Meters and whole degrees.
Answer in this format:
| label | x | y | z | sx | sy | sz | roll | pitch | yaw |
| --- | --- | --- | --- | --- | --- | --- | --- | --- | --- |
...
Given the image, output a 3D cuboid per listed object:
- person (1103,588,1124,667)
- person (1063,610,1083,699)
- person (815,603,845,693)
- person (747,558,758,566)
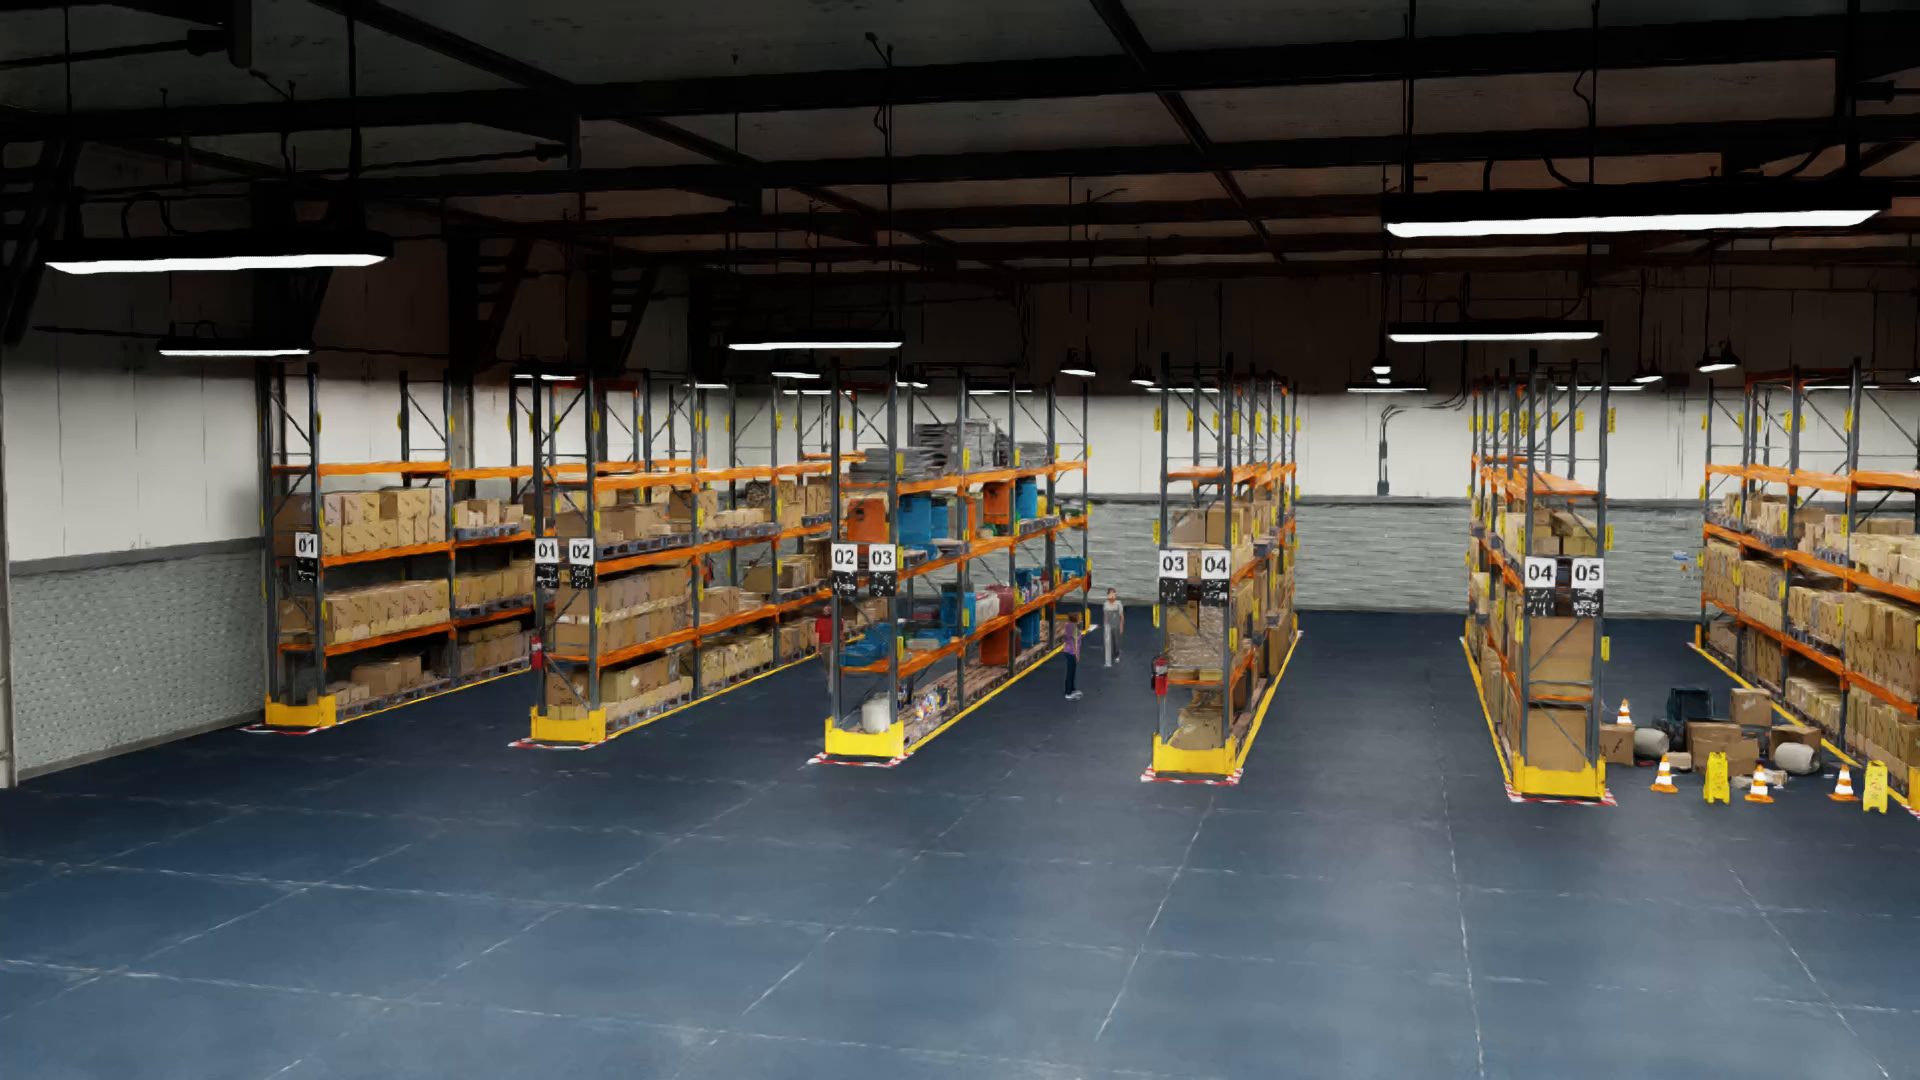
| label | x | y | z | sx | sy | sz | roll | pitch | yaw |
| --- | --- | --- | --- | --- | --- | --- | --- | --- | --- |
| person | 3.162 | 1.783 | 34.243 | 0.455 | 1.612 | 1.019 | 1 | 4 | 13 |
| person | 2.076 | 2.064 | 30.206 | 0.419 | 1.603 | 0.504 | -1 | 4 | -13 |
| person | -2.442 | 1.984 | 30.887 | 0.547 | 1.639 | 1.116 | 1 | 4 | 12 |
| person | -5.066 | 1.268 | 40.944 | 0.390 | 1.673 | 0.557 | 0 | 4 | 4 |
